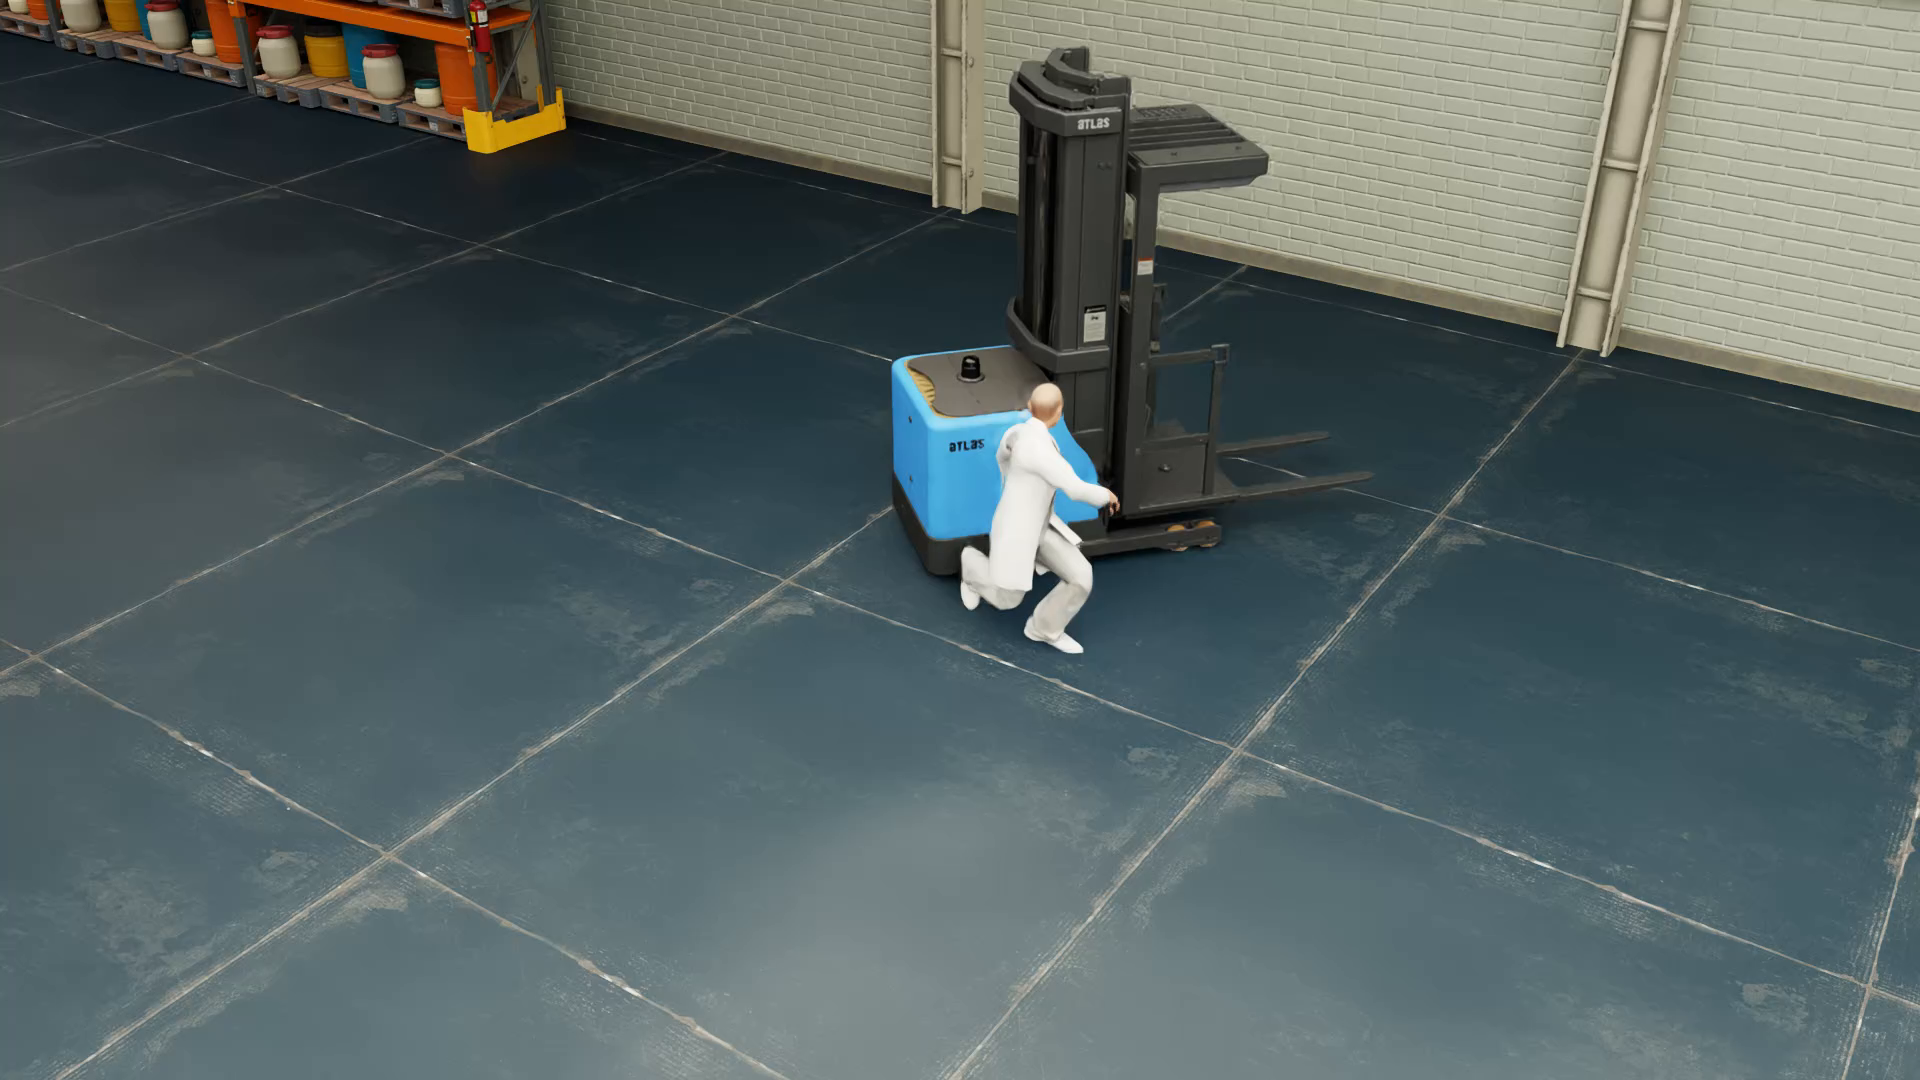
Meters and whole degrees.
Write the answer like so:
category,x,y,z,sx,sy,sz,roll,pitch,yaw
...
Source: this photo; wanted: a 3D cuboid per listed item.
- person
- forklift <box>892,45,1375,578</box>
category,x,y,z,sx,sy,sz,roll,pitch,yaw
person,0.377,-0.148,9.289,0.944,1.545,0.700,18,34,27
forklift,1.139,-1.441,10.063,3.031,2.935,1.130,-8,31,-14
